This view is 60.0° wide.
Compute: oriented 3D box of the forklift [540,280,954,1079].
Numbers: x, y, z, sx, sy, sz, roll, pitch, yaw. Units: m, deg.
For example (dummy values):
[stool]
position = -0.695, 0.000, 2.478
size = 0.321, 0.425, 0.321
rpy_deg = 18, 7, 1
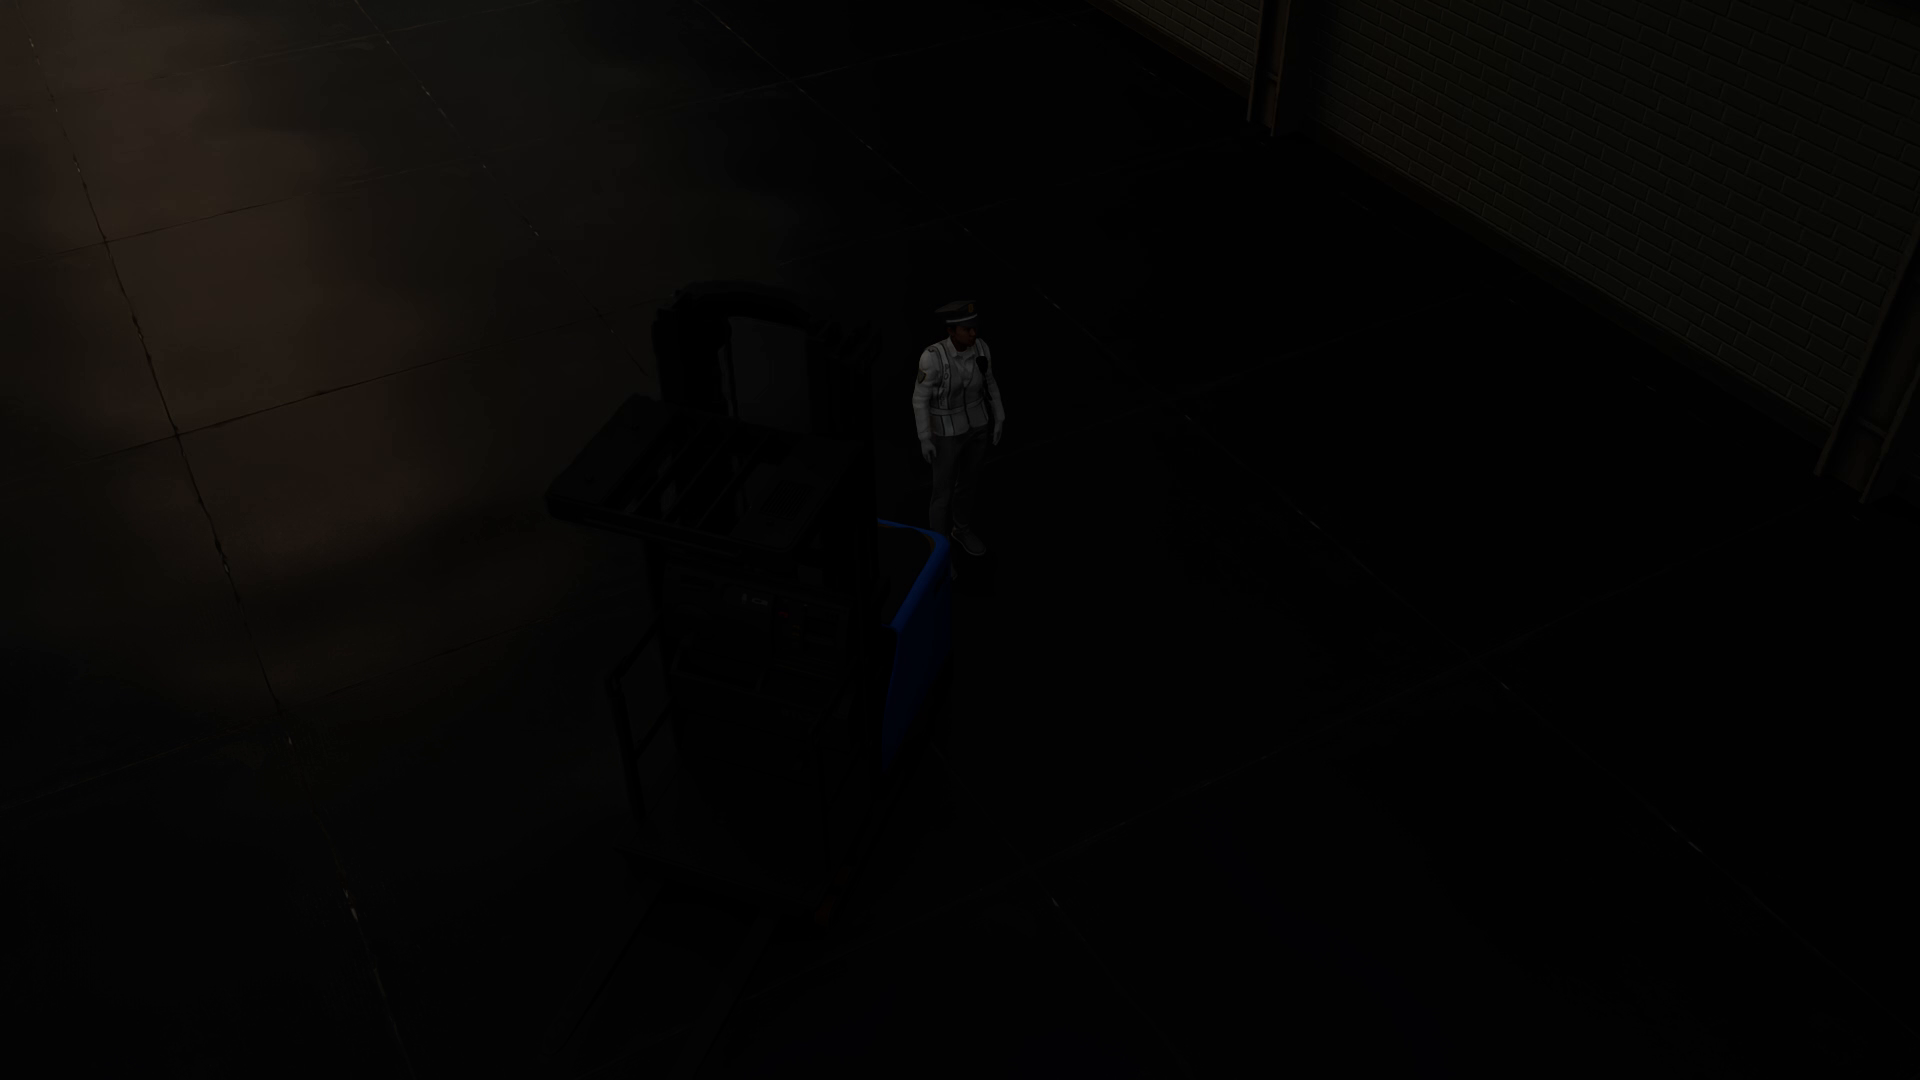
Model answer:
[forklift]
position = -1.012, 0.449, 7.494
size = 1.130, 2.935, 3.031
rpy_deg = 13, 41, 15

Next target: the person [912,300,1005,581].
[person]
position = 0.028, -0.618, 9.738
size = 0.586, 1.694, 0.532
rpy_deg = -20, 44, -23
